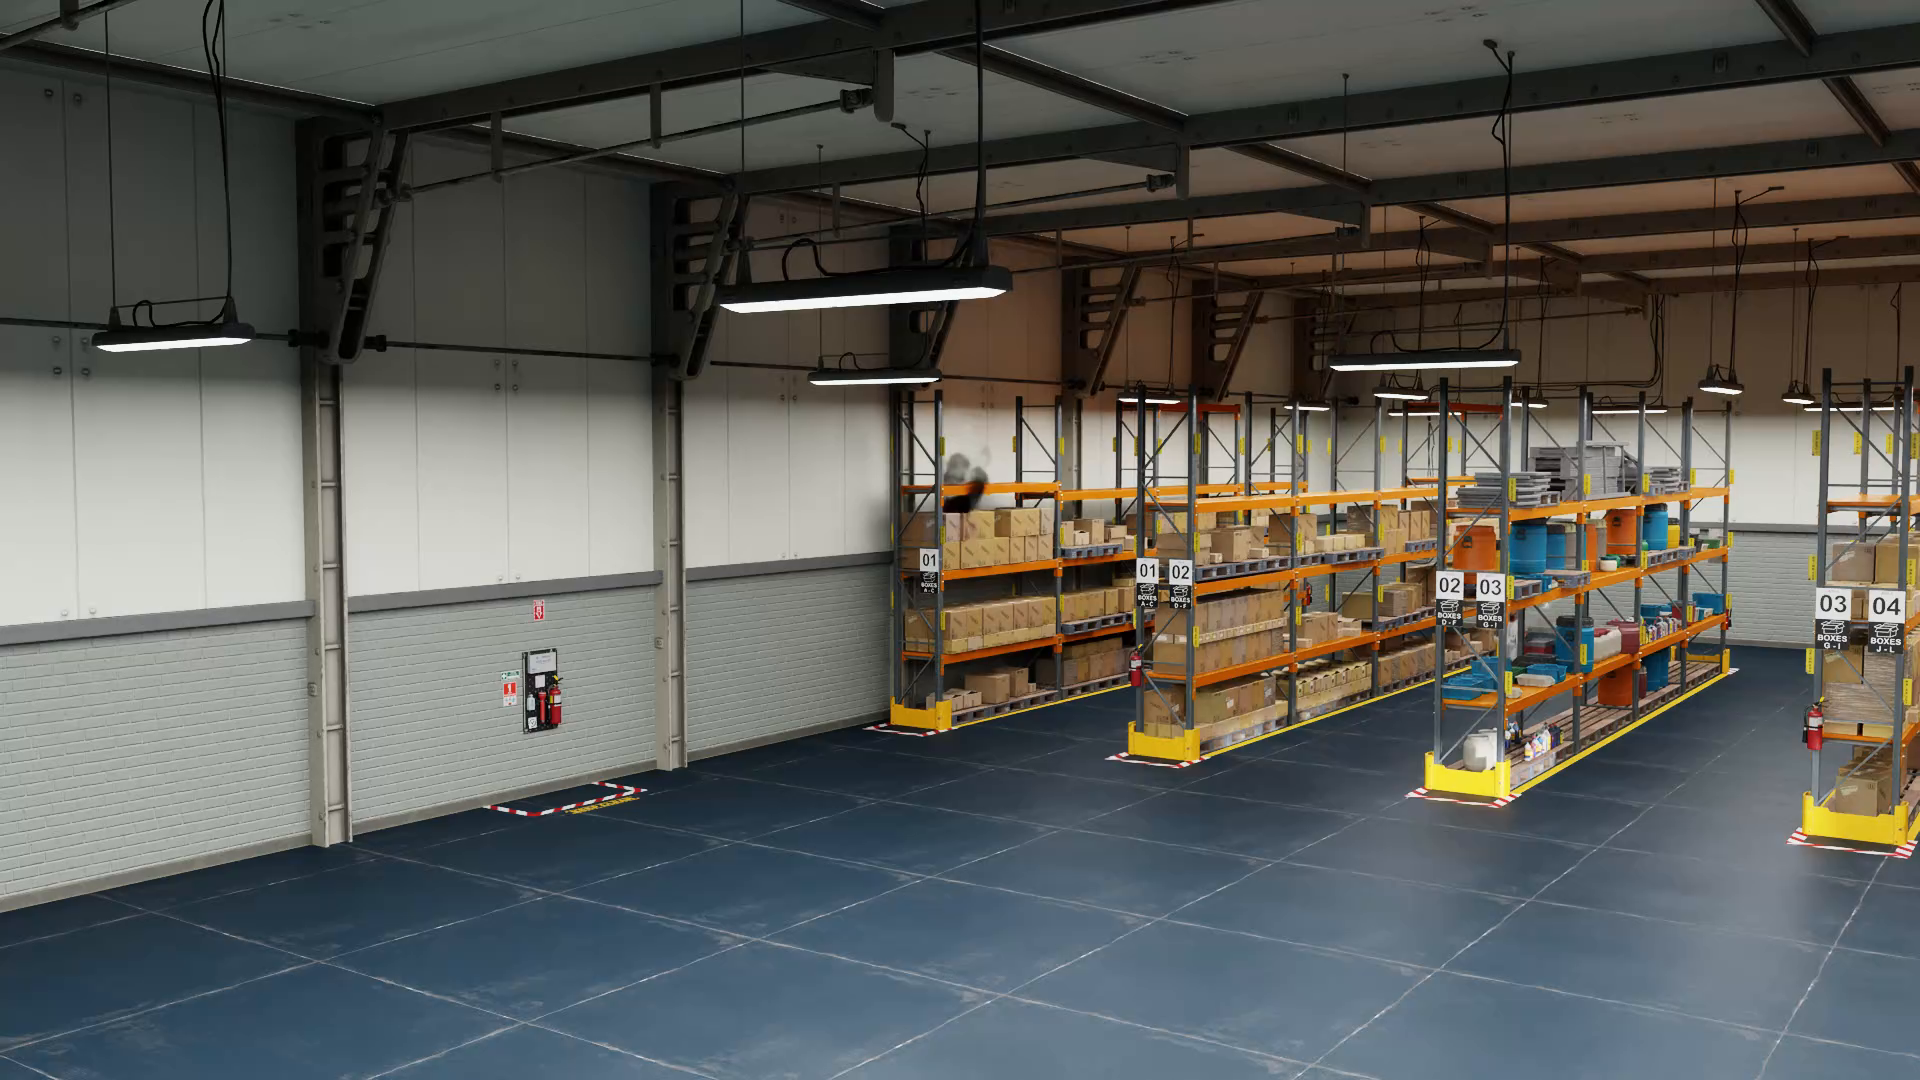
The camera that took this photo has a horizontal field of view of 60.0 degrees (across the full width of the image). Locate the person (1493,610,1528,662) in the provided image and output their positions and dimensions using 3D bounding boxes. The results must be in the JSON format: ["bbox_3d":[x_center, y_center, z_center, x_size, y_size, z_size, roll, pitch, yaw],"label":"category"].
[{"bbox_3d":[11.503,2.196,34.801,0.728,1.730,0.700,2,4,31],"label":"person"}]
